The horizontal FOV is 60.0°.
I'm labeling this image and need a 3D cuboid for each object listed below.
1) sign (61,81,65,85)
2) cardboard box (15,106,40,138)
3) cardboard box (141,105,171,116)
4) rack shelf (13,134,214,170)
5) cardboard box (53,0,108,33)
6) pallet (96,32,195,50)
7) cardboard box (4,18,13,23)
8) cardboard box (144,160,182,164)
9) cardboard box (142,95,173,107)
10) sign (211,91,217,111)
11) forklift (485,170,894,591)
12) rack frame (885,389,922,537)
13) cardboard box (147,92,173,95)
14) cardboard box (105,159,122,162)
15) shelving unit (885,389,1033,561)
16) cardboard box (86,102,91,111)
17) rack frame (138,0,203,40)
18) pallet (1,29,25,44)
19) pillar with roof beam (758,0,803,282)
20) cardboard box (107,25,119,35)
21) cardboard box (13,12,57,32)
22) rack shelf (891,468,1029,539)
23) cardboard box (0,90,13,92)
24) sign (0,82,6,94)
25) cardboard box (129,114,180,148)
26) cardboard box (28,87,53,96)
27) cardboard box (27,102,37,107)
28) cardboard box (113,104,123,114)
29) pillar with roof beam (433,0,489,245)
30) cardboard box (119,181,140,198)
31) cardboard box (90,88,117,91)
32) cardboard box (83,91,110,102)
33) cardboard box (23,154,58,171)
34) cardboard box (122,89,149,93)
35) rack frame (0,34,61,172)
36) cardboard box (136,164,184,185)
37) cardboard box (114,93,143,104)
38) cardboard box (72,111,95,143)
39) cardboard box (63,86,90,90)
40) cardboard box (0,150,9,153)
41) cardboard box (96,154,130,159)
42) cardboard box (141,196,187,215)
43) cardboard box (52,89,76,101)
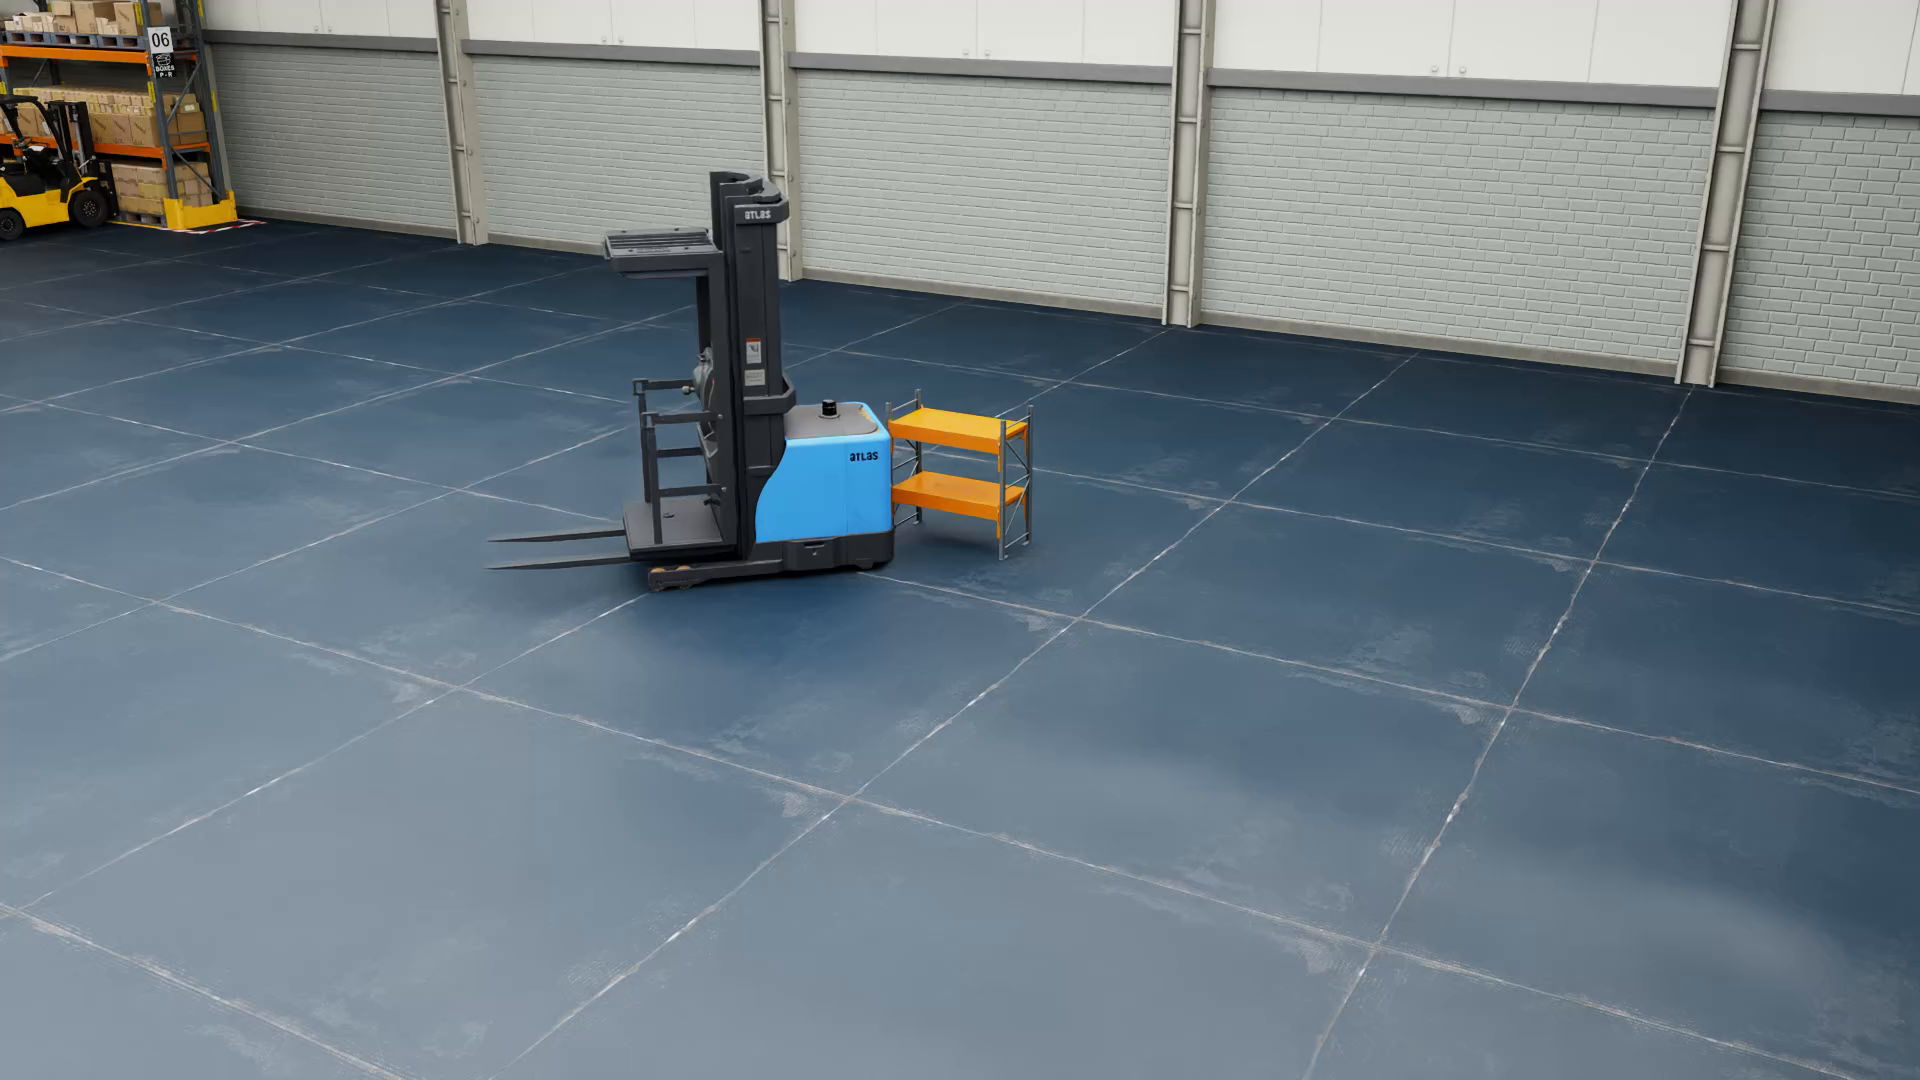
[{"bbox_3d":[-15.998,-8.009,29.659,0.005,0.325,0.100,11,23,27],"label":"sign"},{"bbox_3d":[-16.007,-7.295,28.929,0.500,0.500,0.500,10,22,26],"label":"cardboard box"},{"bbox_3d":[-13.215,-7.060,27.332,0.250,0.149,0.380,11,23,28],"label":"cardboard box"},{"bbox_3d":[-14.521,-6.728,28.570,4.000,0.370,1.077,11,23,27],"label":"rack shelf"},{"bbox_3d":[-14.618,-8.747,27.767,0.637,0.503,0.797,12,23,29],"label":"cardboard box"},{"bbox_3d":[-13.380,-8.228,27.379,1.213,0.211,1.003,11,23,27],"label":"pallet"},{"bbox_3d":[-16.913,-9.135,29.357,0.250,0.149,0.380,11,23,27],"label":"cardboard box"},{"bbox_3d":[-13.541,-6.327,28.359,0.500,0.250,0.500,11,23,27],"label":"cardboard box"},{"bbox_3d":[-13.191,-7.223,27.343,0.250,0.149,0.380,11,23,27],"label":"cardboard box"},{"bbox_3d":[-12.499,-7.342,27.822,0.005,0.325,0.100,11,23,27],"label":"sign"},{"bbox_3d":[-2.082,-1.199,12.373,3.031,2.935,1.130,-5,21,-13],"label":"forklift"},{"bbox_3d":[-0.450,-0.614,13.409,0.032,1.125,0.500,11,23,27],"label":"rack frame"},{"bbox_3d":[-13.414,-7.438,27.938,0.250,0.149,0.380,11,23,28],"label":"cardboard box"},{"bbox_3d":[-14.662,-6.343,28.403,0.500,0.250,0.500,10,22,26],"label":"cardboard box"},{"bbox_3d":[-0.006,-0.530,13.176,1.048,1.125,0.538,11,23,27],"label":"shelving unit"},{"bbox_3d":[-14.521,-7.335,28.088,0.250,0.149,0.380,11,22,27],"label":"cardboard box"},{"bbox_3d":[-12.775,-9.554,26.507,0.127,3.000,1.000,11,23,27],"label":"rack frame"},{"bbox_3d":[-17.044,-8.862,29.279,1.217,0.209,0.805,10,22,25],"label":"pallet"},{"bbox_3d":[-4.567,-6.661,18.532,0.400,9.000,9.100,11,23,27],"label":"pillar with roof beam"},{"bbox_3d":[-13.647,-8.318,27.104,0.250,0.149,0.380,10,22,26],"label":"cardboard box"},{"bbox_3d":[-15.660,-8.801,28.198,0.500,0.311,0.500,11,23,28],"label":"cardboard box"},{"bbox_3d":[-0.006,-0.300,13.260,1.000,0.278,0.538,11,23,27],"label":"rack shelf"},{"bbox_3d":[-17.129,-8.012,29.955,0.250,0.149,0.380,11,22,27],"label":"cardboard box"},{"bbox_3d":[-16.524,-7.743,28.731,0.005,0.325,0.100,11,23,27],"label":"sign"},{"bbox_3d":[-13.333,-6.785,27.523,0.500,0.500,0.500,10,22,26],"label":"cardboard box"},{"bbox_3d":[-15.853,-7.738,28.765,0.250,0.149,0.380,11,23,28],"label":"cardboard box"},{"bbox_3d":[-15.891,-7.577,28.757,0.250,0.149,0.380,11,23,29],"label":"cardboard box"},{"bbox_3d":[-13.860,-7.200,27.717,0.250,0.149,0.380,11,22,27],"label":"cardboard box"},{"bbox_3d":[-9.805,-7.659,21.282,0.400,9.000,9.100,11,23,27],"label":"pillar with roof beam"},{"bbox_3d":[-13.785,-5.948,28.048,0.500,0.250,0.500,11,22,27],"label":"cardboard box"},{"bbox_3d":[-14.739,-7.705,28.674,0.250,0.149,0.380,11,22,27],"label":"cardboard box"},{"bbox_3d":[-14.533,-7.476,28.042,0.250,0.149,0.380,11,23,28],"label":"cardboard box"},{"bbox_3d":[-15.998,-6.600,29.112,0.500,0.250,0.500,10,22,26],"label":"cardboard box"},{"bbox_3d":[-14.046,-7.593,28.366,0.250,0.149,0.380,10,22,26],"label":"cardboard box"},{"bbox_3d":[-16.267,-7.399,29.364,0.127,3.000,1.000,11,23,27],"label":"rack frame"},{"bbox_3d":[-13.329,-6.093,27.712,0.500,0.250,0.500,12,23,29],"label":"cardboard box"},{"bbox_3d":[-13.844,-7.353,27.704,0.250,0.149,0.380,11,23,28],"label":"cardboard box"},{"bbox_3d":[-14.673,-7.039,28.225,0.500,0.500,0.500,11,23,28],"label":"cardboard box"},{"bbox_3d":[-15.405,-7.834,29.028,0.250,0.149,0.380,11,22,27],"label":"cardboard box"},{"bbox_3d":[-18.060,-6.819,30.633,0.625,0.625,0.875,10,22,25],"label":"cardboard box"},{"bbox_3d":[-14.859,-6.582,29.061,0.500,0.250,0.500,11,23,28],"label":"cardboard box"},{"bbox_3d":[-13.340,-5.623,27.884,0.500,0.250,0.500,11,23,28],"label":"cardboard box"},{"bbox_3d":[-15.220,-7.585,28.342,0.250,0.149,0.380,10,22,26],"label":"cardboard box"}]
